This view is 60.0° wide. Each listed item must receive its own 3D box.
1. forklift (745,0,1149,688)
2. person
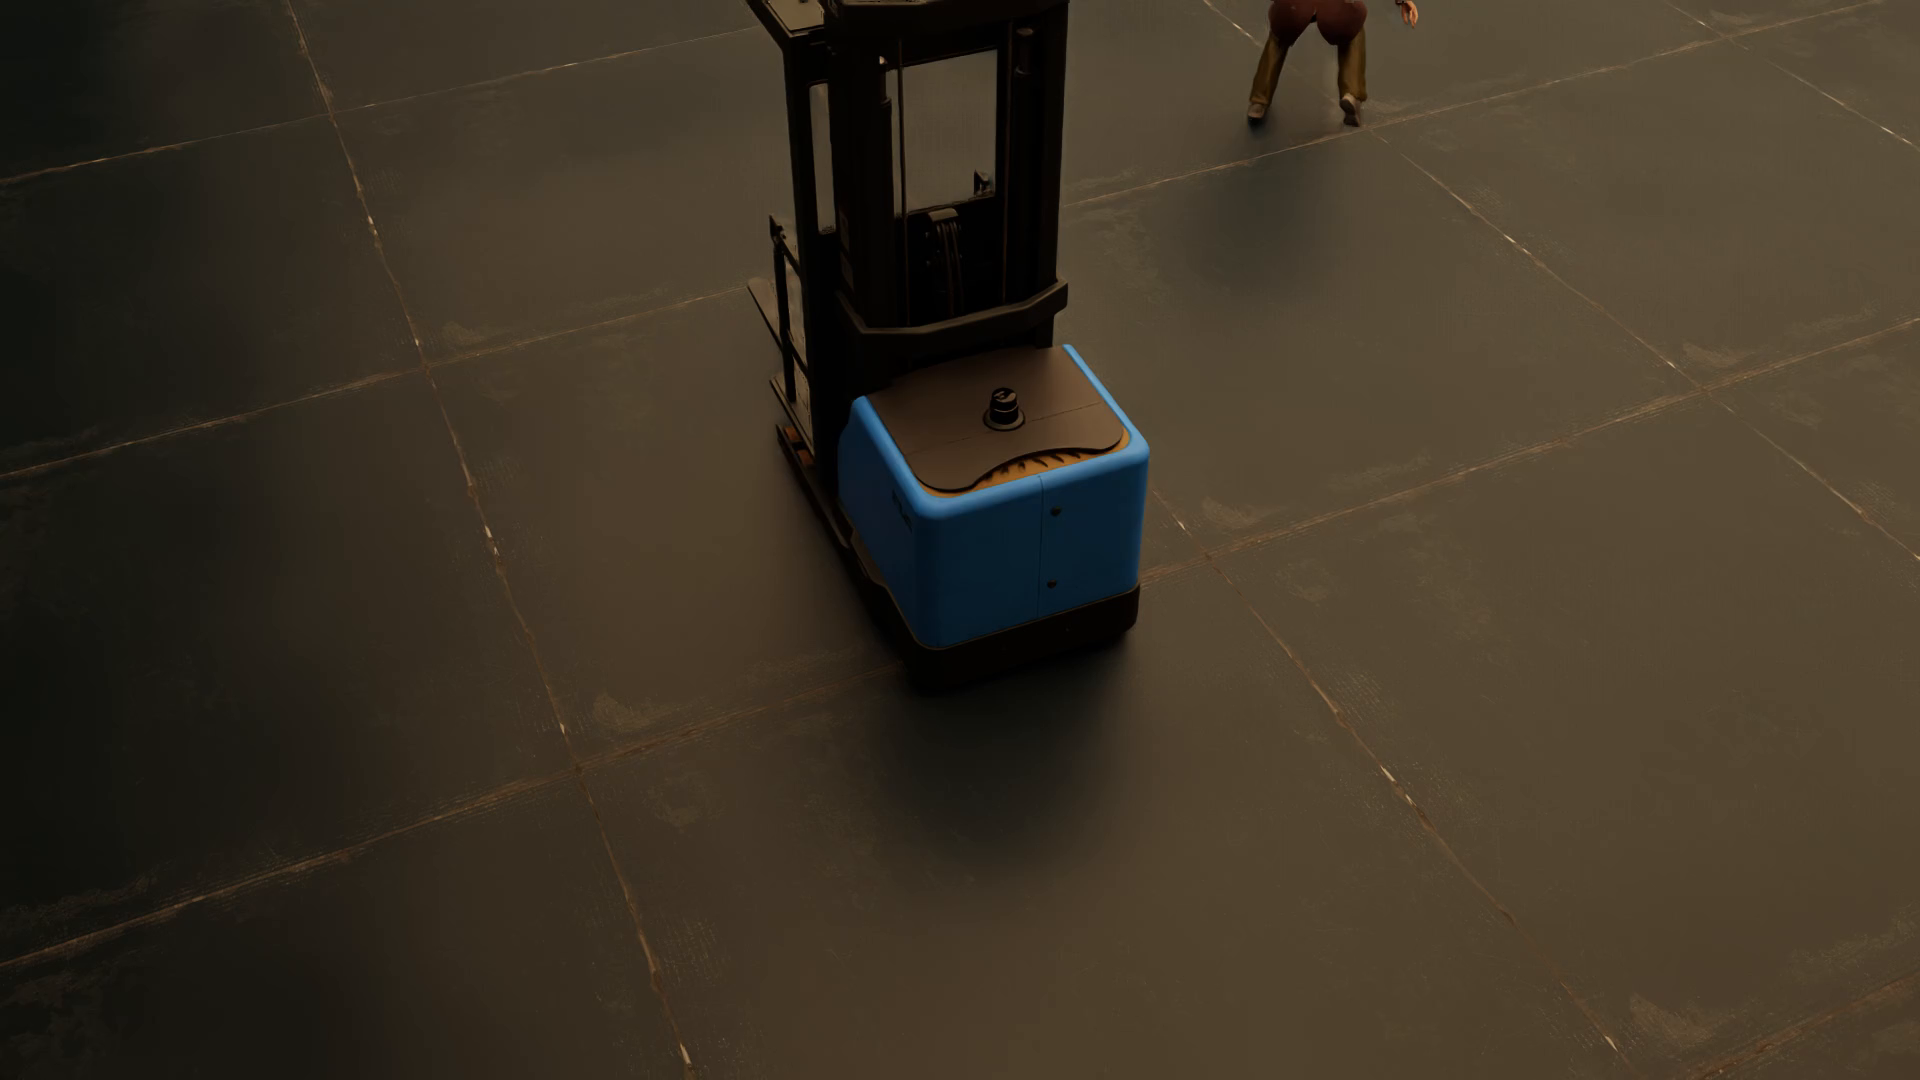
[{"bbox_3d":[-0.256,-1.457,7.242,1.130,2.935,3.031,-16,45,-16],"label":"forklift"},{"bbox_3d":[2.278,-3.332,10.292,1.069,1.689,0.539,7,43,7],"label":"person"}]
